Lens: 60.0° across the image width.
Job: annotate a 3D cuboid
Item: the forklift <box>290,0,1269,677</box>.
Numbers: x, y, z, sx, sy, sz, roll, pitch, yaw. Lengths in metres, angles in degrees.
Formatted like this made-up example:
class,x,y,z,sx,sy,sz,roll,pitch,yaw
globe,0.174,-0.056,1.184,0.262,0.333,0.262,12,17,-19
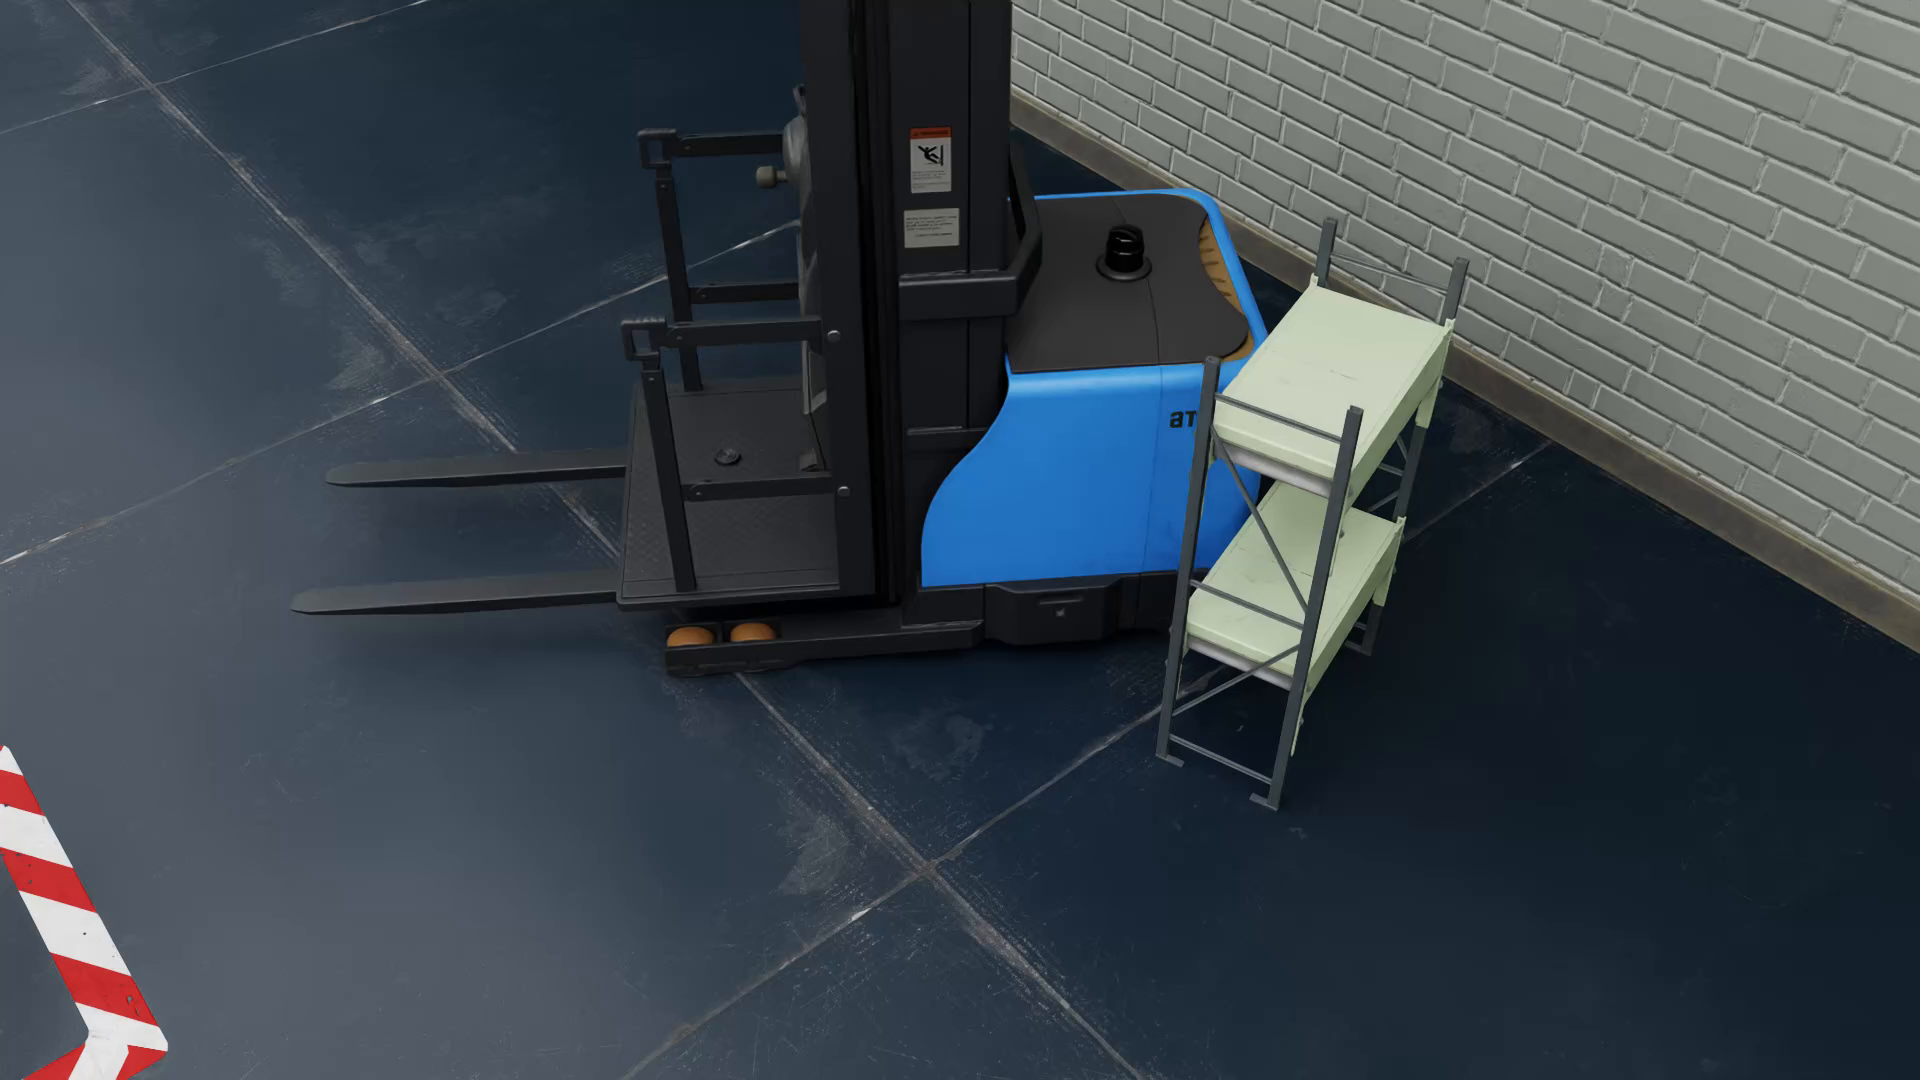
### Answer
class,x,y,z,sx,sy,sz,roll,pitch,yaw
forklift,-0.618,-1.014,4.689,3.031,2.935,1.130,-4,43,-4

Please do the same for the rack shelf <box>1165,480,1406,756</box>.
class,x,y,z,sx,sy,sz,roll,pitch,yaw
rack shelf,0.962,0.201,4.917,0.431,0.370,0.720,23,48,23

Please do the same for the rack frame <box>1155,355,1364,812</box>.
class,x,y,z,sx,sy,sz,roll,pitch,yaw
rack frame,0.769,0.176,4.467,0.400,1.500,0.023,23,48,23

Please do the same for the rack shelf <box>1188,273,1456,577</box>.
class,x,y,z,sx,sy,sz,roll,pitch,yaw
rack shelf,0.962,-0.322,4.427,0.431,0.370,0.720,23,48,23

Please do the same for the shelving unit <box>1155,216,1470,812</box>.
class,x,y,z,sx,sy,sz,roll,pitch,yaw
shelving unit,0.962,-0.037,4.694,0.431,1.500,0.755,23,48,23

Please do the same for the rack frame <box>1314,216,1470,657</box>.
class,x,y,z,sx,sy,sz,roll,pitch,yaw
rack frame,1.155,-0.250,4.921,0.400,1.500,0.023,23,48,23
